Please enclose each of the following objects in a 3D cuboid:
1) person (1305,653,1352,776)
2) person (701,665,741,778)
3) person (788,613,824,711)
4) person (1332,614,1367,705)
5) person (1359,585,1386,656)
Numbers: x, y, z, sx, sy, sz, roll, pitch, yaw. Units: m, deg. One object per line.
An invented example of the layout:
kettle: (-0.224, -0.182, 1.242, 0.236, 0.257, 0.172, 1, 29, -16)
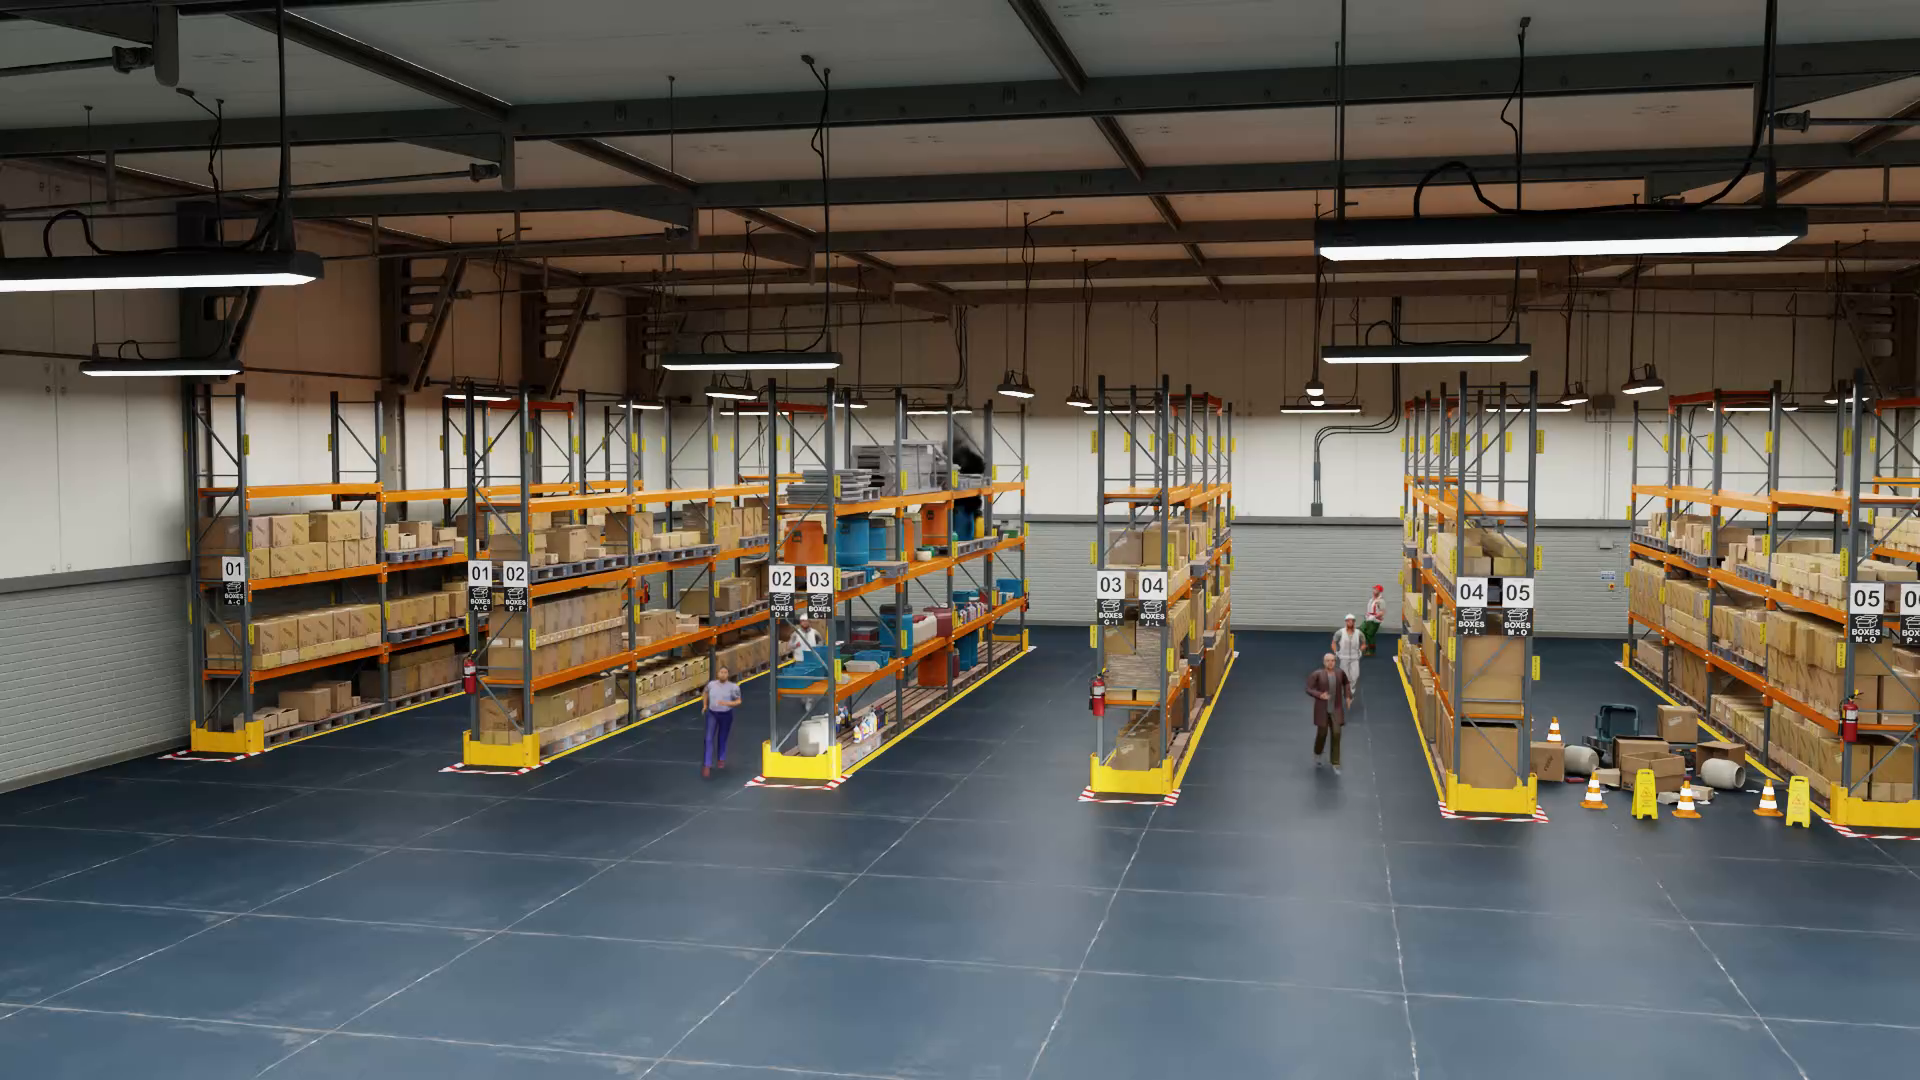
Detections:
person: (5.669, 2.647, 25.581, 0.737, 1.829, 0.922, 0, 3, 0)
person: (-3.617, 2.710, 25.206, 0.604, 1.624, 0.946, 0, 3, -3)
person: (-2.929, 2.296, 31.522, 0.650, 1.805, 0.826, 0, 3, 1)
person: (7.517, 2.301, 32.092, 0.657, 1.738, 0.606, 0, 3, 6)
person: (9.731, 1.899, 39.219, 0.546, 1.713, 0.711, -1, 4, -24)
